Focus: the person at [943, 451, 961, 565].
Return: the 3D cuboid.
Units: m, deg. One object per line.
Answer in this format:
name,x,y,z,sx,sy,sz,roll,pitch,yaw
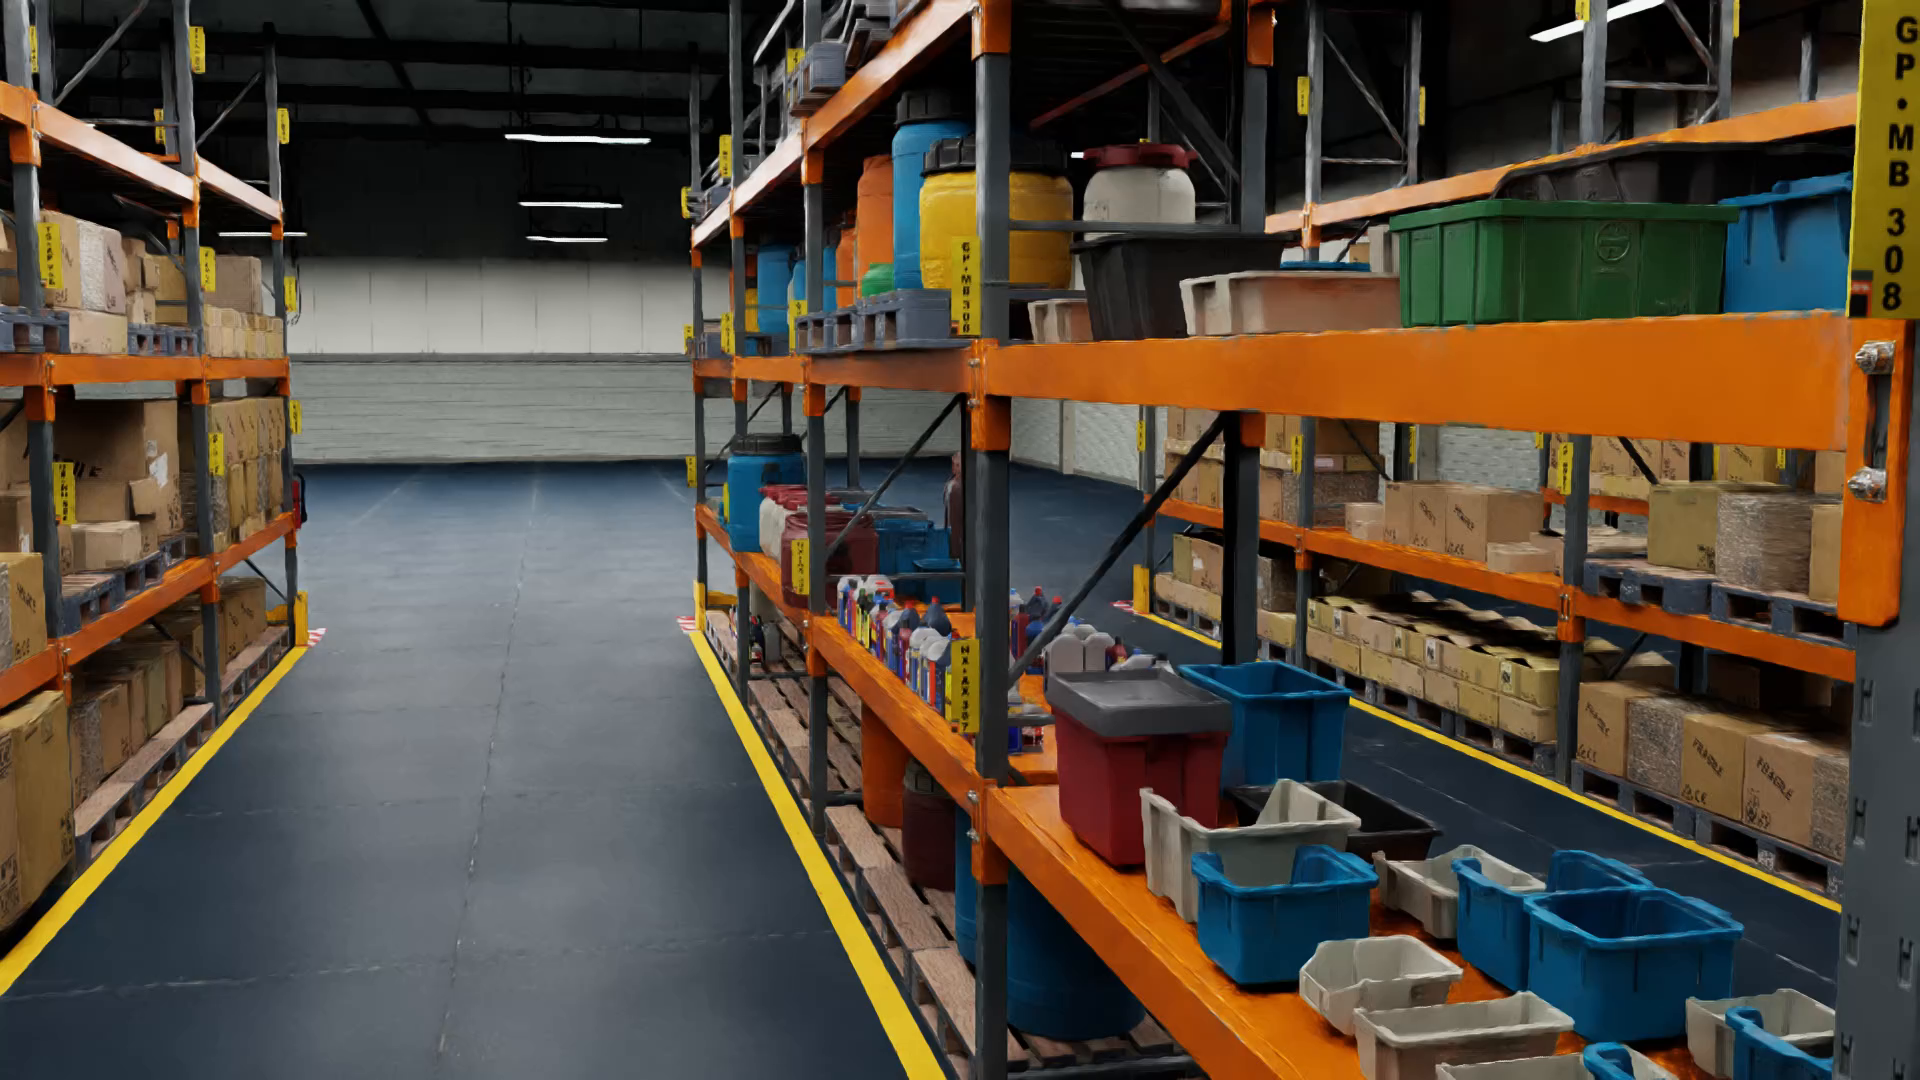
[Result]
person,-0.041,-0.073,18.157,0.421,1.791,0.659,-3,7,-25
